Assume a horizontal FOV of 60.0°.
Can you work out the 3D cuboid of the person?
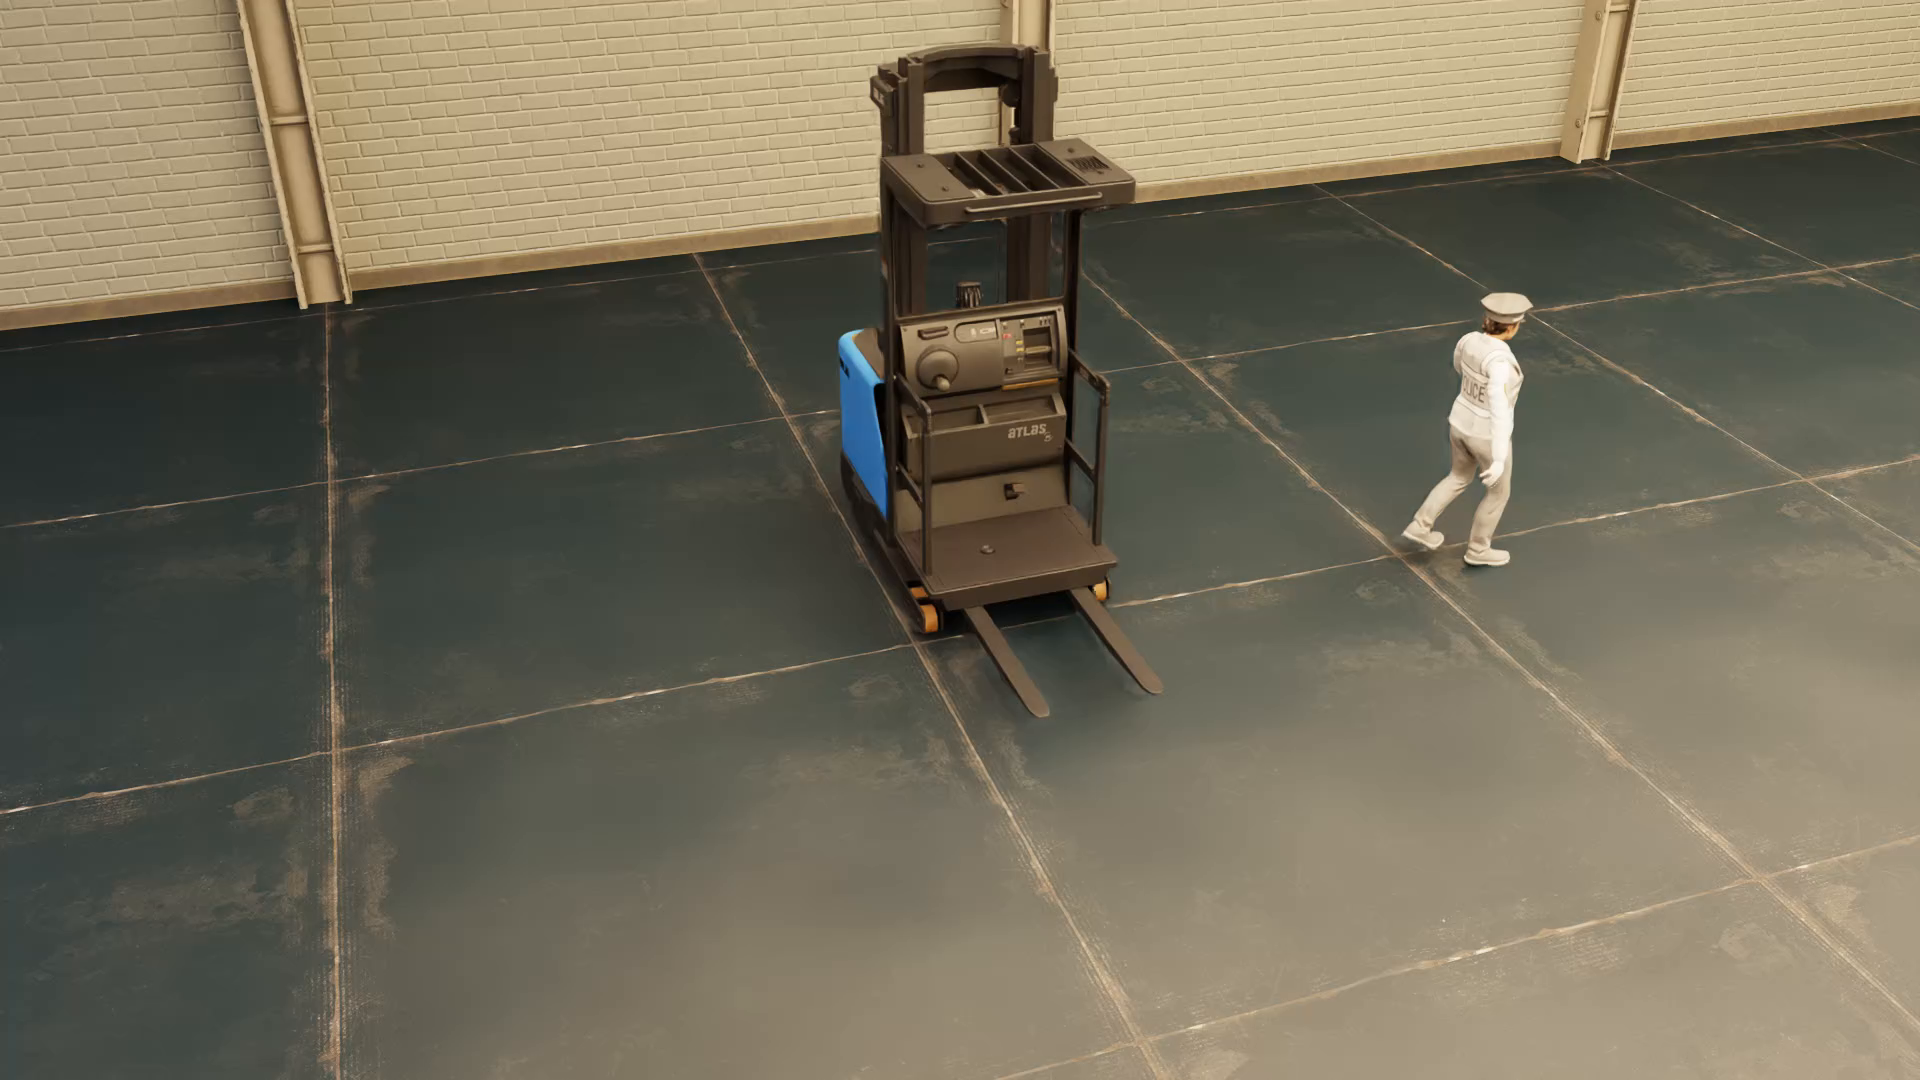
[{"bbox_3d":[2.960,-0.598,9.423,0.638,1.651,0.787,-10,31,-17],"label":"person"}]

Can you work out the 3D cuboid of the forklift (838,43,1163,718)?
[{"bbox_3d":[0.205,-0.983,8.795,1.130,2.935,3.031,-10,31,-16],"label":"forklift"}]
